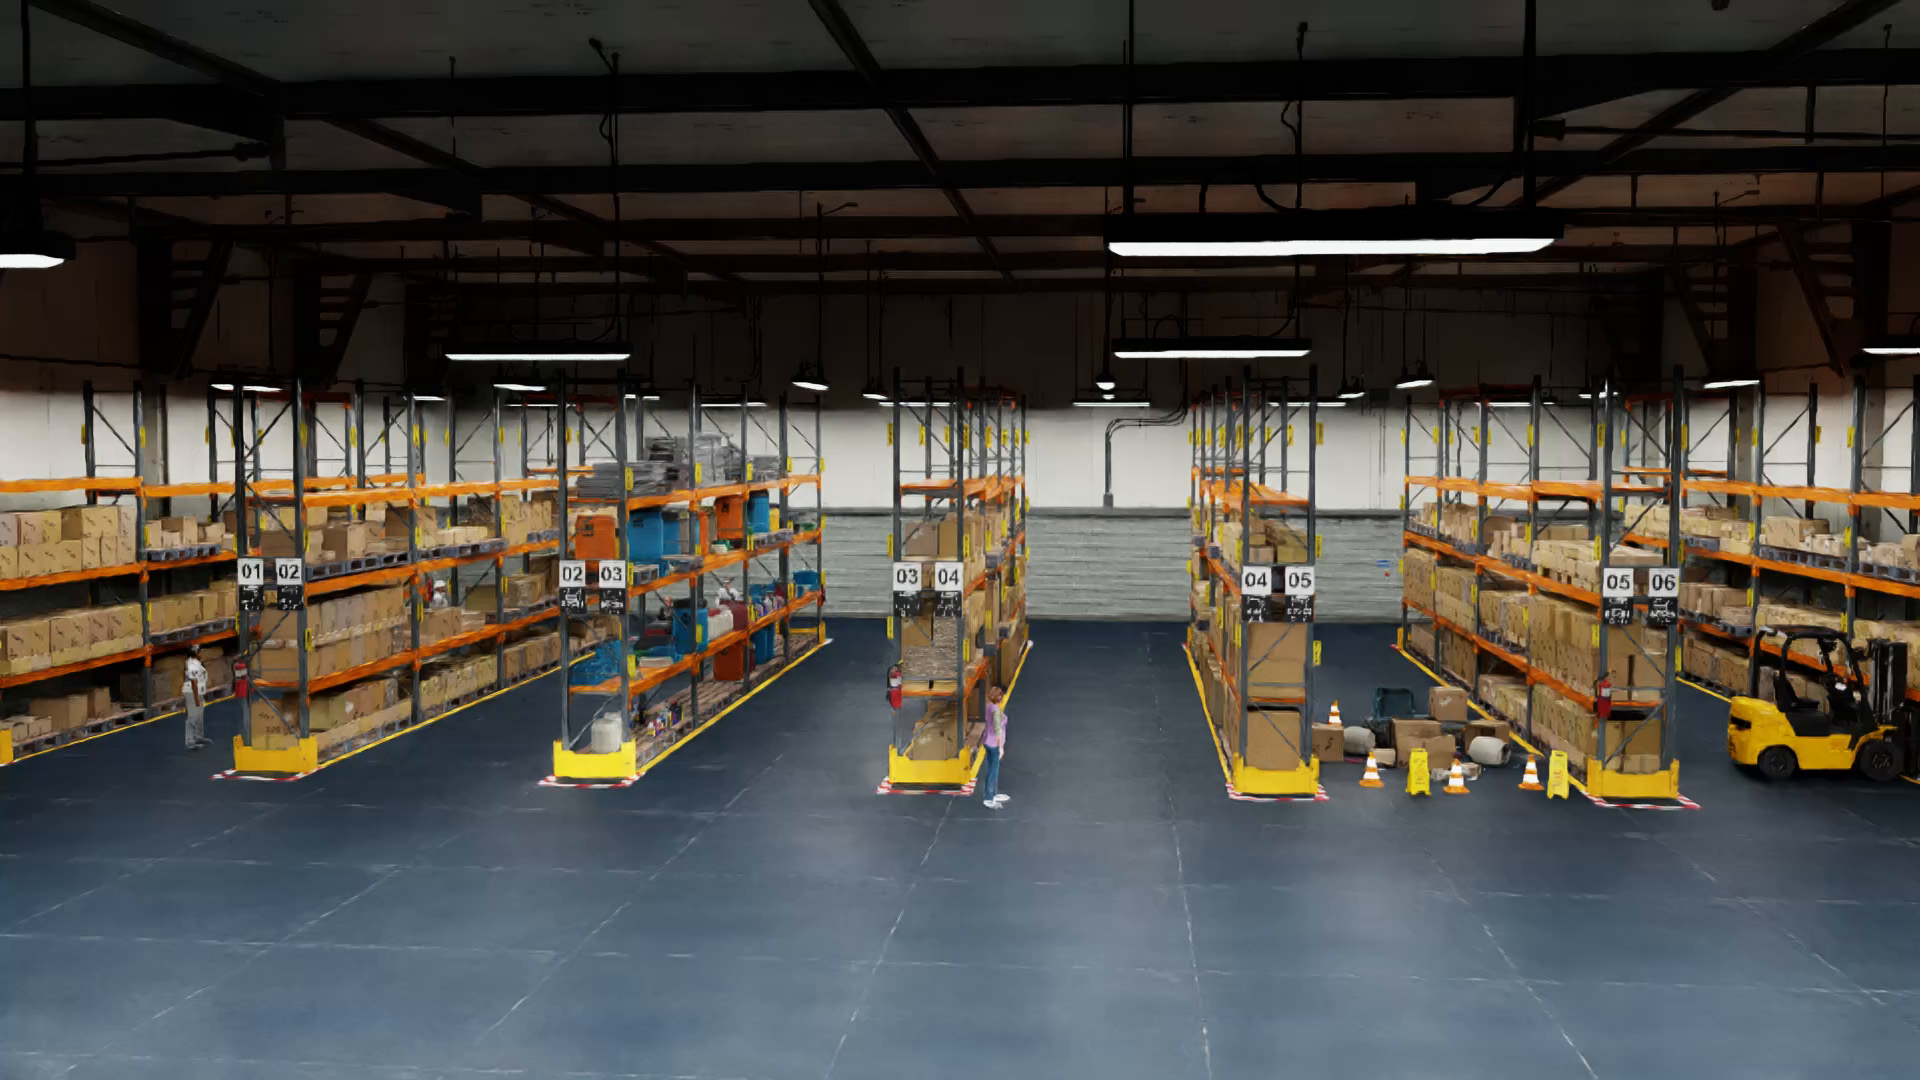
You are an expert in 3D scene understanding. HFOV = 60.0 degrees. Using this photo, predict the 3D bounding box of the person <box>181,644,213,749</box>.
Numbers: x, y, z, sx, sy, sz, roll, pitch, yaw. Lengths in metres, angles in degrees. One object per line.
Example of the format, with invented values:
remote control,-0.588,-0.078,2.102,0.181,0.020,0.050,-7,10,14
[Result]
person,-12.294,2.497,26.786,0.449,1.668,0.530,-2,4,-25

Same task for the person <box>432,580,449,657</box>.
person,-11.612,1.780,37.284,0.466,1.777,0.595,-1,4,-17

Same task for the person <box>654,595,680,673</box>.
person,-6.139,1.993,35.126,0.677,1.670,0.530,0,4,4

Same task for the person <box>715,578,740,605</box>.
person,-5.591,1.709,40.118,0.639,1.620,0.512,0,4,3

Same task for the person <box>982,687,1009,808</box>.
person,0.500,2.789,22.541,0.422,1.601,0.499,-1,4,-12
